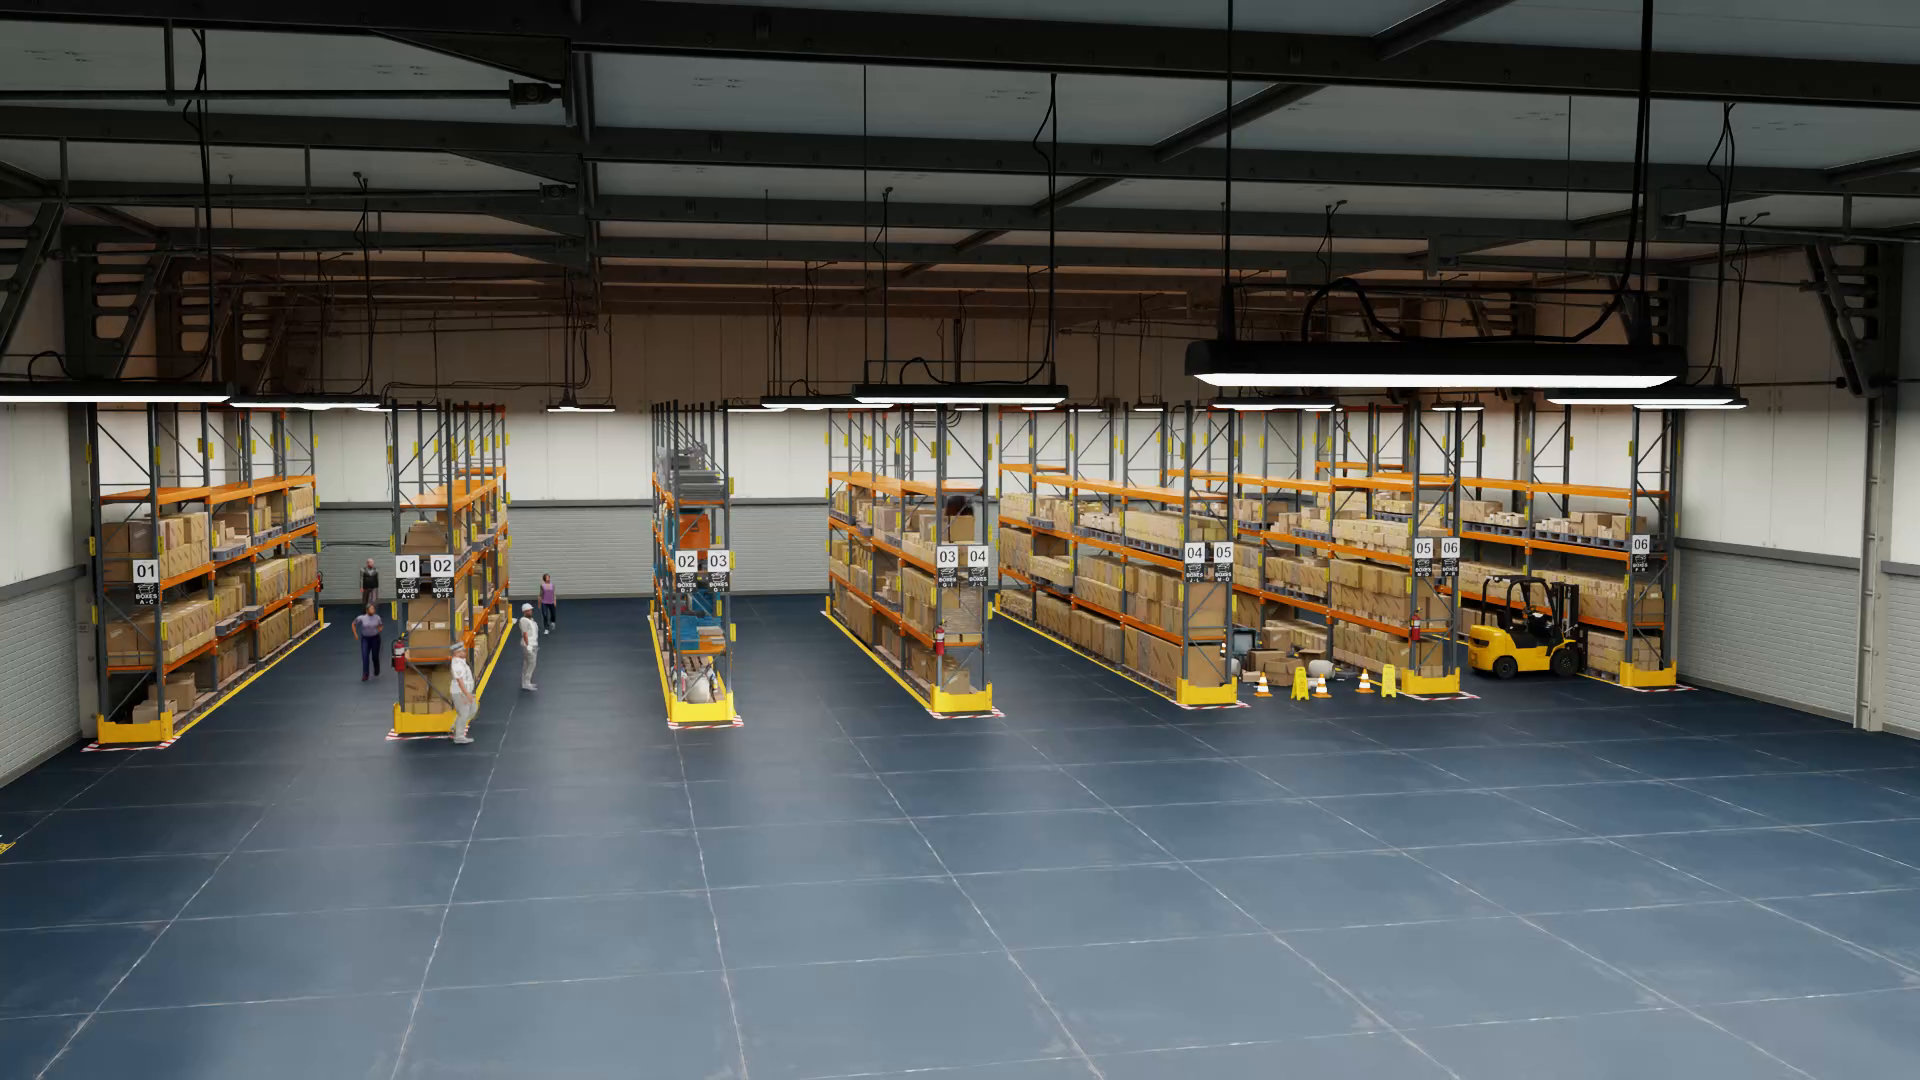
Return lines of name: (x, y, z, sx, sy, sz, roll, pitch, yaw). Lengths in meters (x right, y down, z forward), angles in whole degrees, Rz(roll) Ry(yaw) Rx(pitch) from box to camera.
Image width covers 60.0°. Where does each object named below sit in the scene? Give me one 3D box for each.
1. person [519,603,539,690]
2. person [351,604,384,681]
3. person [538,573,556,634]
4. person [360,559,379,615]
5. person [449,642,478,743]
person: (-8.986, 2.235, 34.719, 0.438, 1.828, 0.587, -2, 5, -22)
person: (-12.804, 2.181, 35.878, 0.624, 1.603, 0.993, -1, 4, -11)
person: (-10.796, 1.652, 43.480, 0.465, 1.570, 0.624, -1, 4, -14)
person: (-16.521, 1.365, 46.542, 0.524, 1.684, 0.910, -2, 5, -20)
person: (-8.658, 2.650, 28.890, 0.488, 1.774, 0.542, -1, 4, -10)
